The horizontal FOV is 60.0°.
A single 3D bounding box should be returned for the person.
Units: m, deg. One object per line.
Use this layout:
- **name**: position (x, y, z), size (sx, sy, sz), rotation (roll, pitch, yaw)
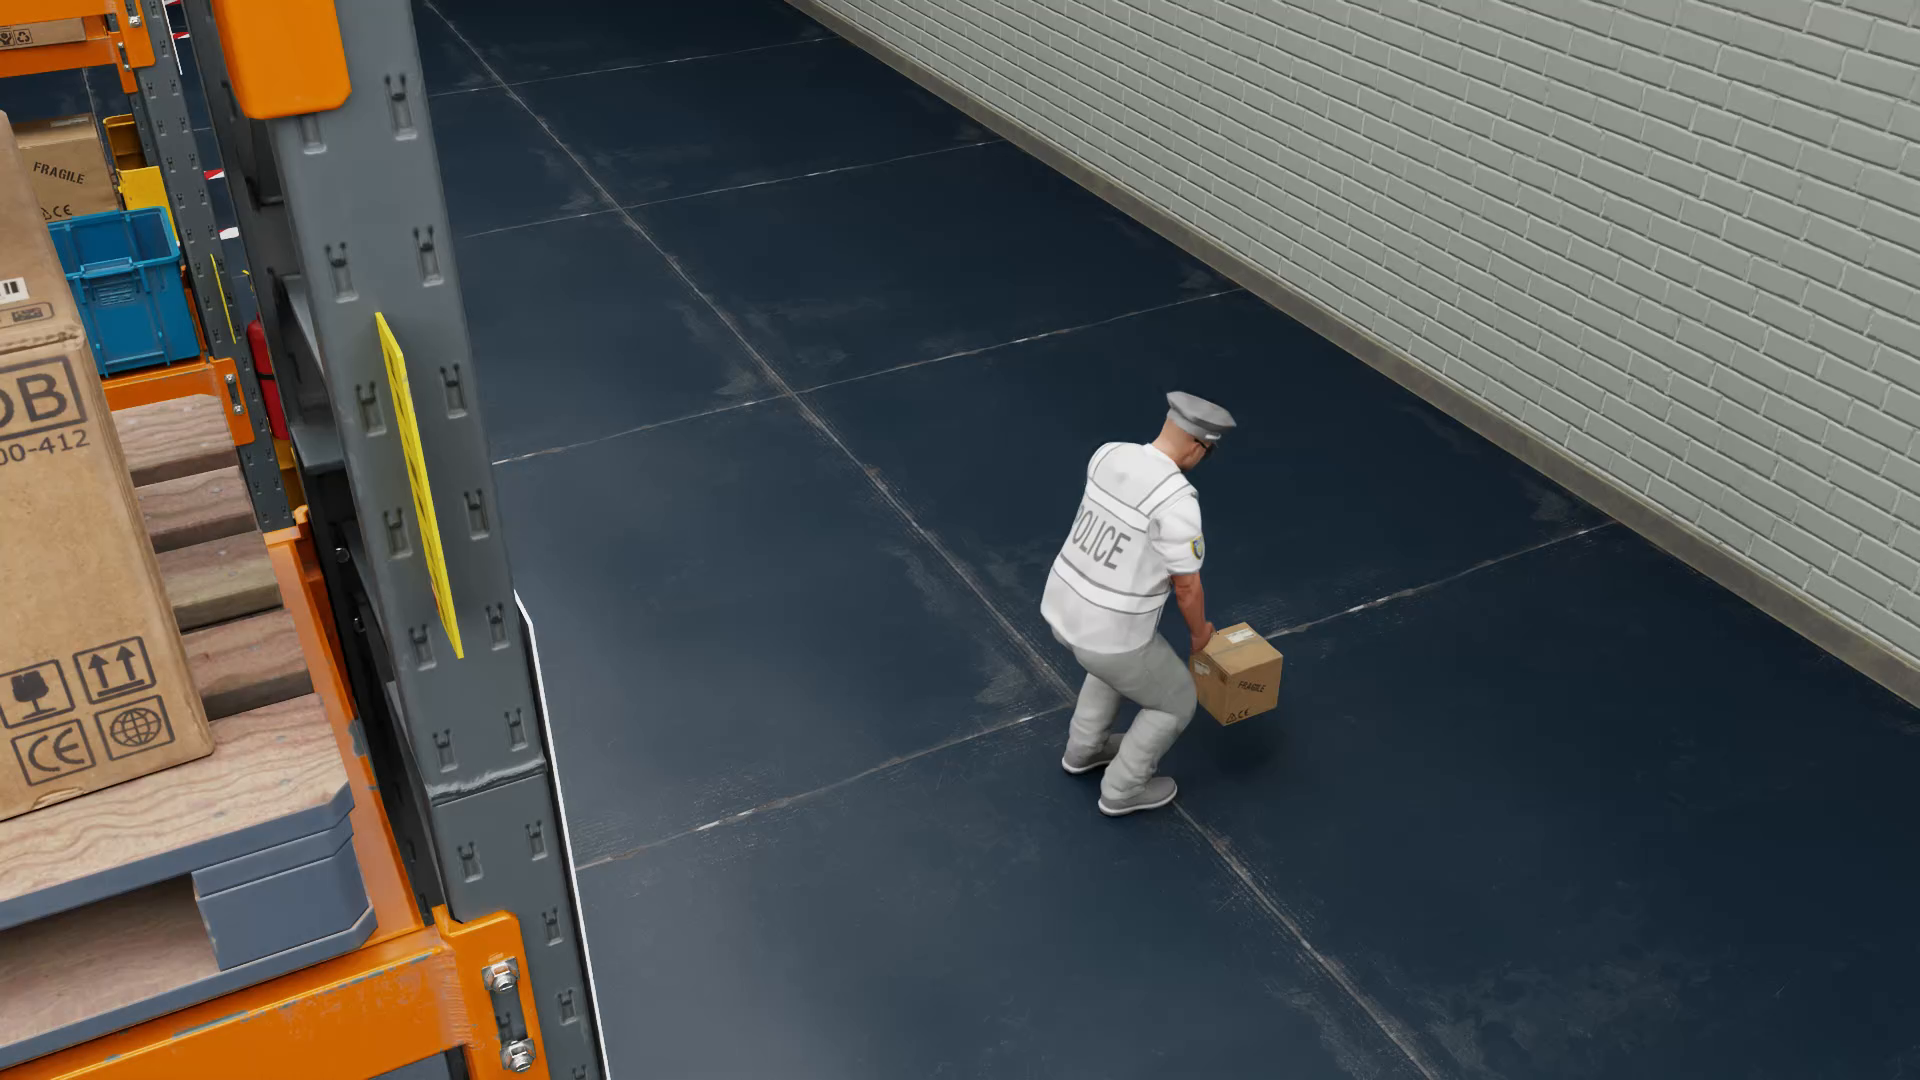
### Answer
- **person**: position (0.620, 0.231, 5.953), size (0.682, 1.572, 0.584), rotation (-16, 36, -23)
